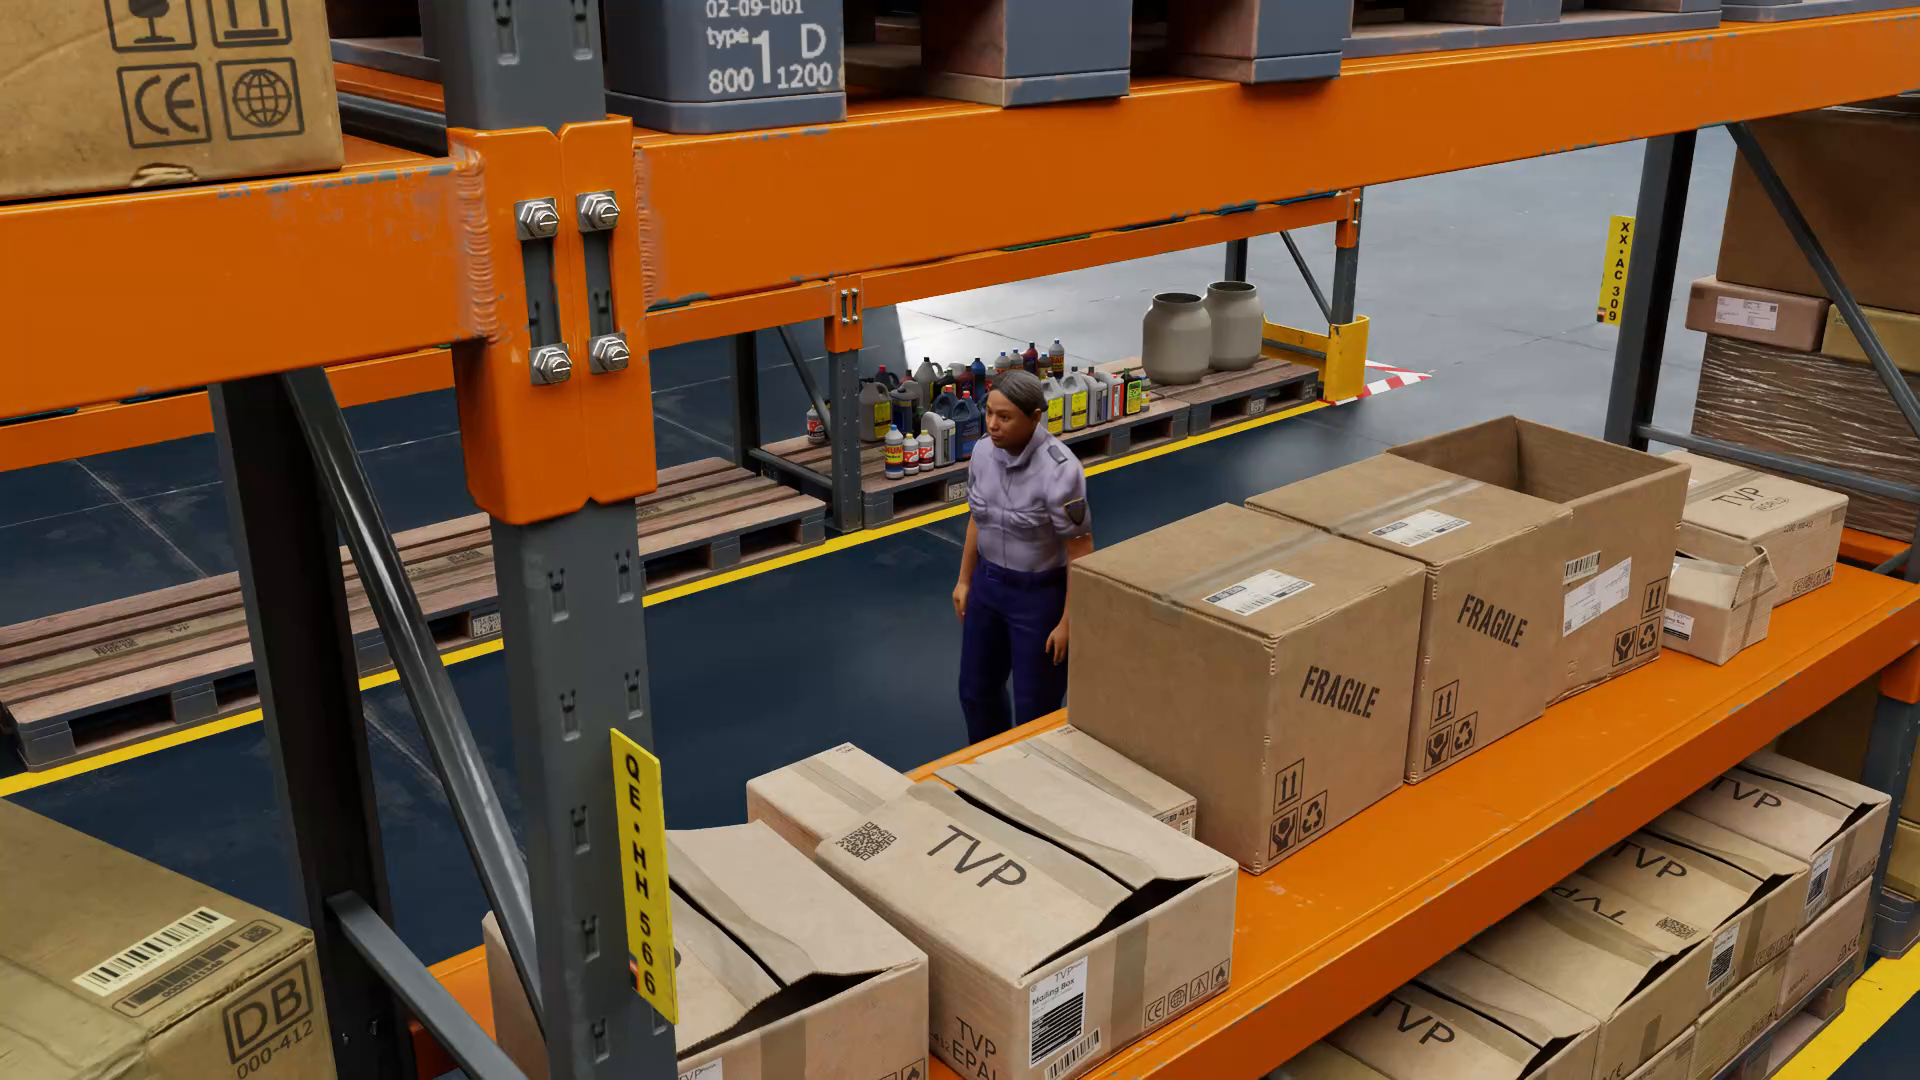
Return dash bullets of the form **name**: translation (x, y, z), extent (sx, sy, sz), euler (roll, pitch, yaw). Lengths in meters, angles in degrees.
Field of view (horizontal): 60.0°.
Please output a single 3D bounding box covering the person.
- **person**: translation (0.199, 0.219, 5.542), extent (0.361, 1.640, 0.563), euler (-19, 28, -40)
